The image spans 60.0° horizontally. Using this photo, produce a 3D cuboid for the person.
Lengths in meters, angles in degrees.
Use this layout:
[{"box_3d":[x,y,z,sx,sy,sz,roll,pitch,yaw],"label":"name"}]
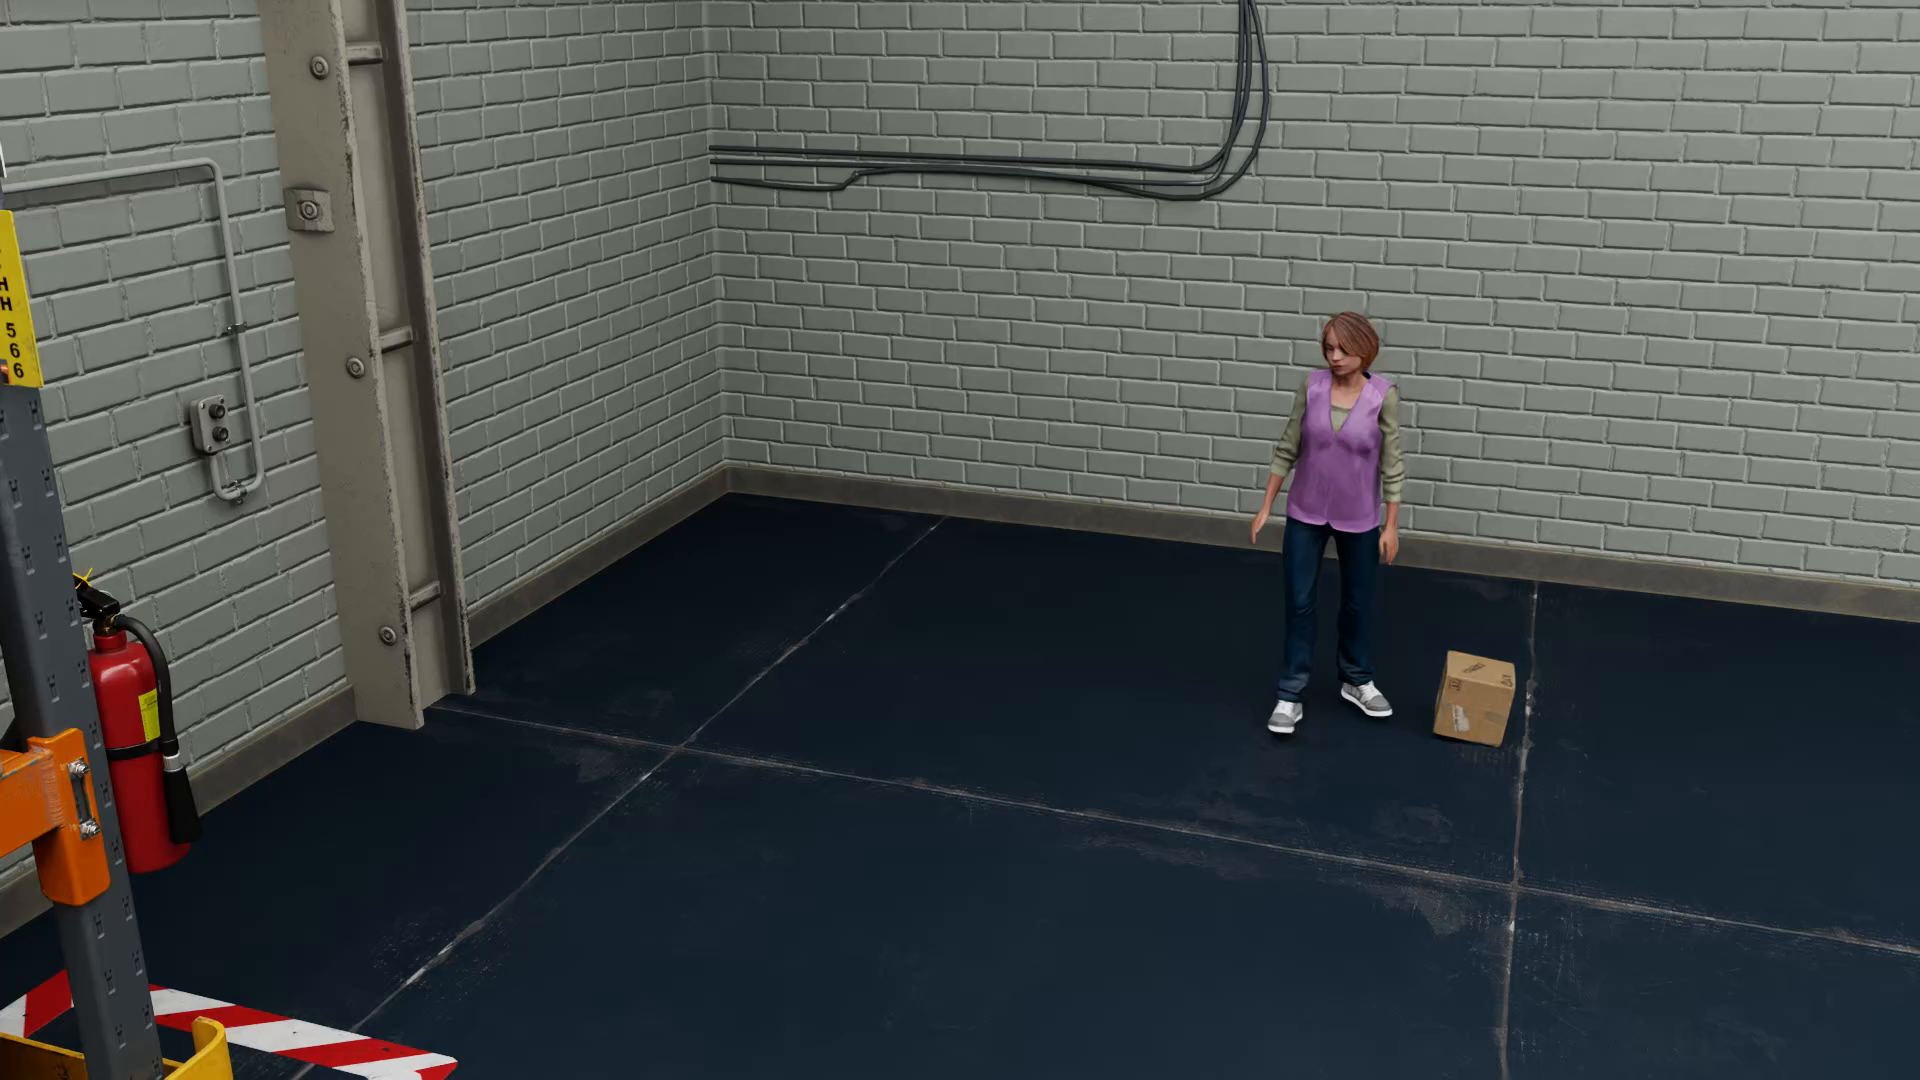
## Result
[{"box_3d":[1.382,-0.066,6.217,0.572,1.589,0.528,6,20,18],"label":"person"}]
